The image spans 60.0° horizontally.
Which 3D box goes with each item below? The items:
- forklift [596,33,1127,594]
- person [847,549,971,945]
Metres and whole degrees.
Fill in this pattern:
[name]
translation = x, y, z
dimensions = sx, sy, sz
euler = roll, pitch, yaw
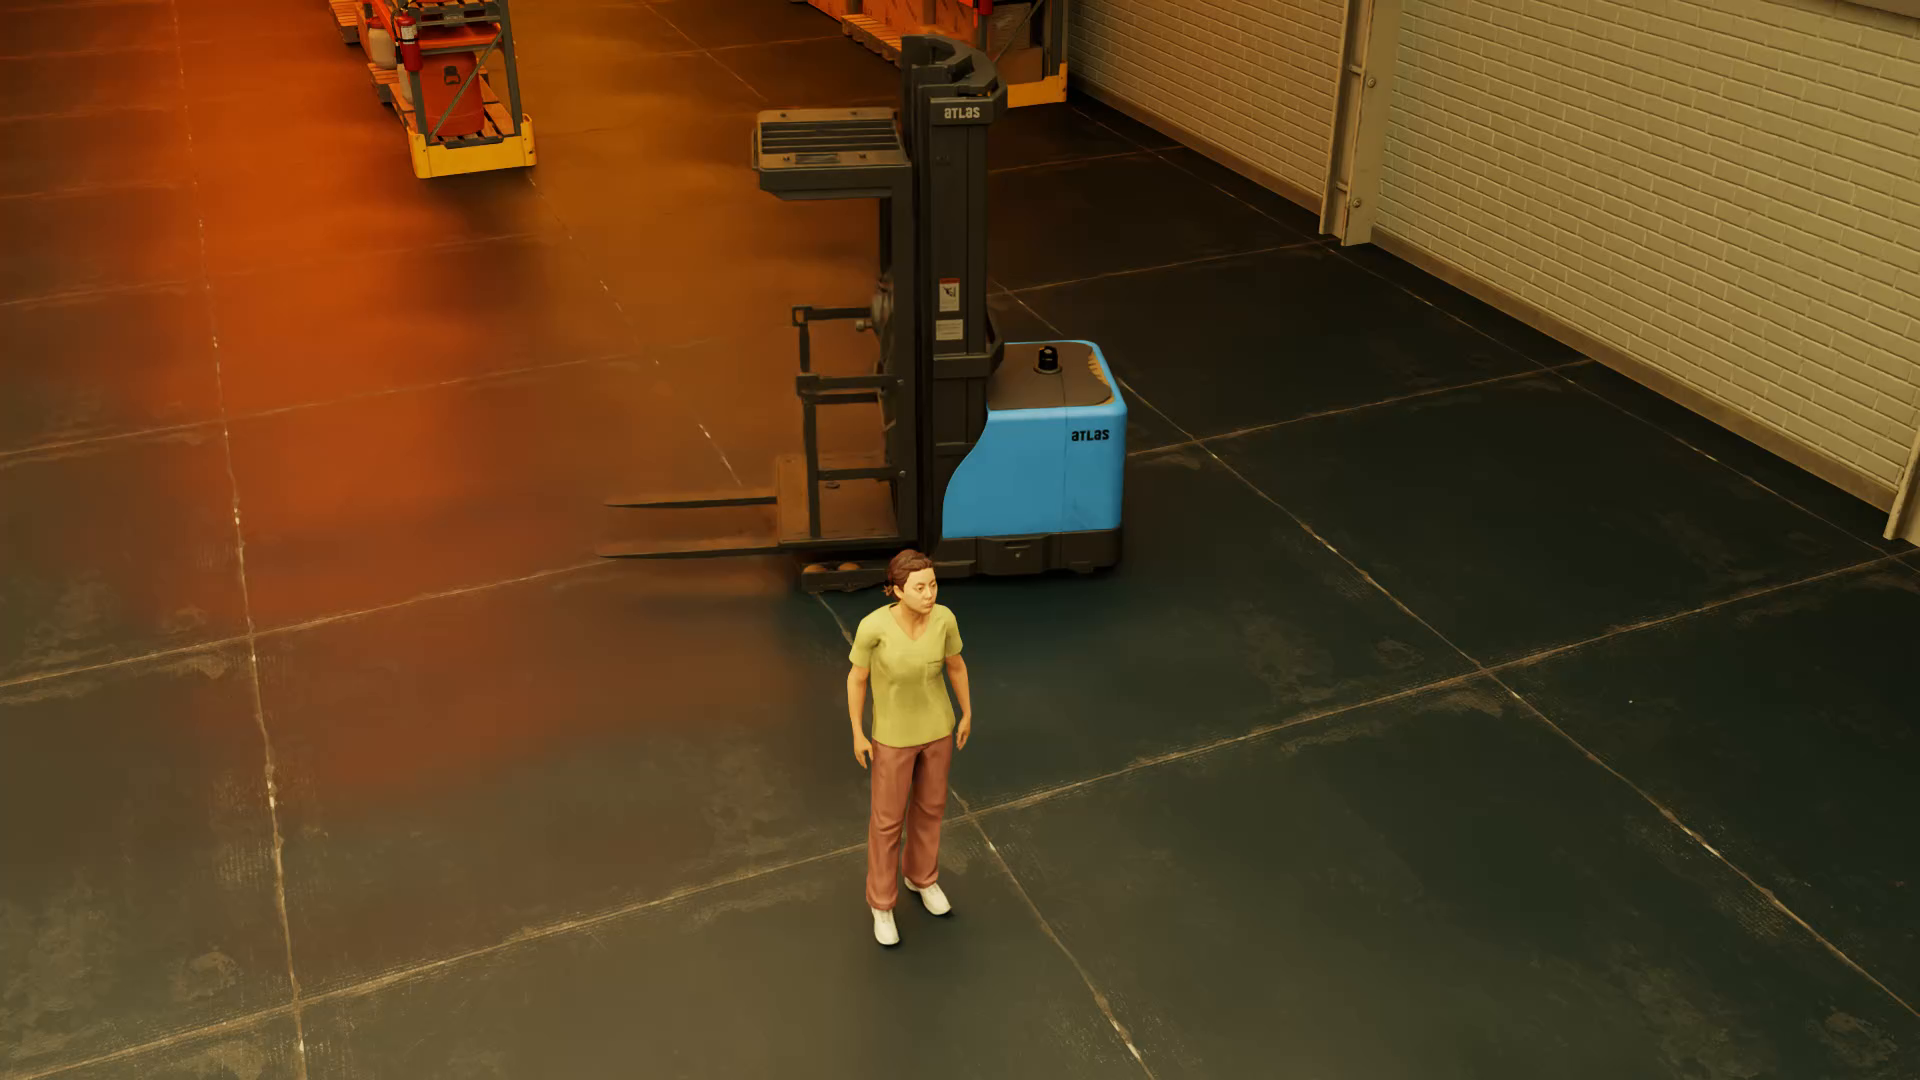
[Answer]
[forklift]
translation = -0.606, -1.238, 9.285
dimensions = 3.031, 2.935, 1.130
euler = -3, 30, -6
[person]
translation = -0.176, 0.839, 6.907
dimensions = 0.545, 1.677, 0.541
euler = -12, 32, -19
